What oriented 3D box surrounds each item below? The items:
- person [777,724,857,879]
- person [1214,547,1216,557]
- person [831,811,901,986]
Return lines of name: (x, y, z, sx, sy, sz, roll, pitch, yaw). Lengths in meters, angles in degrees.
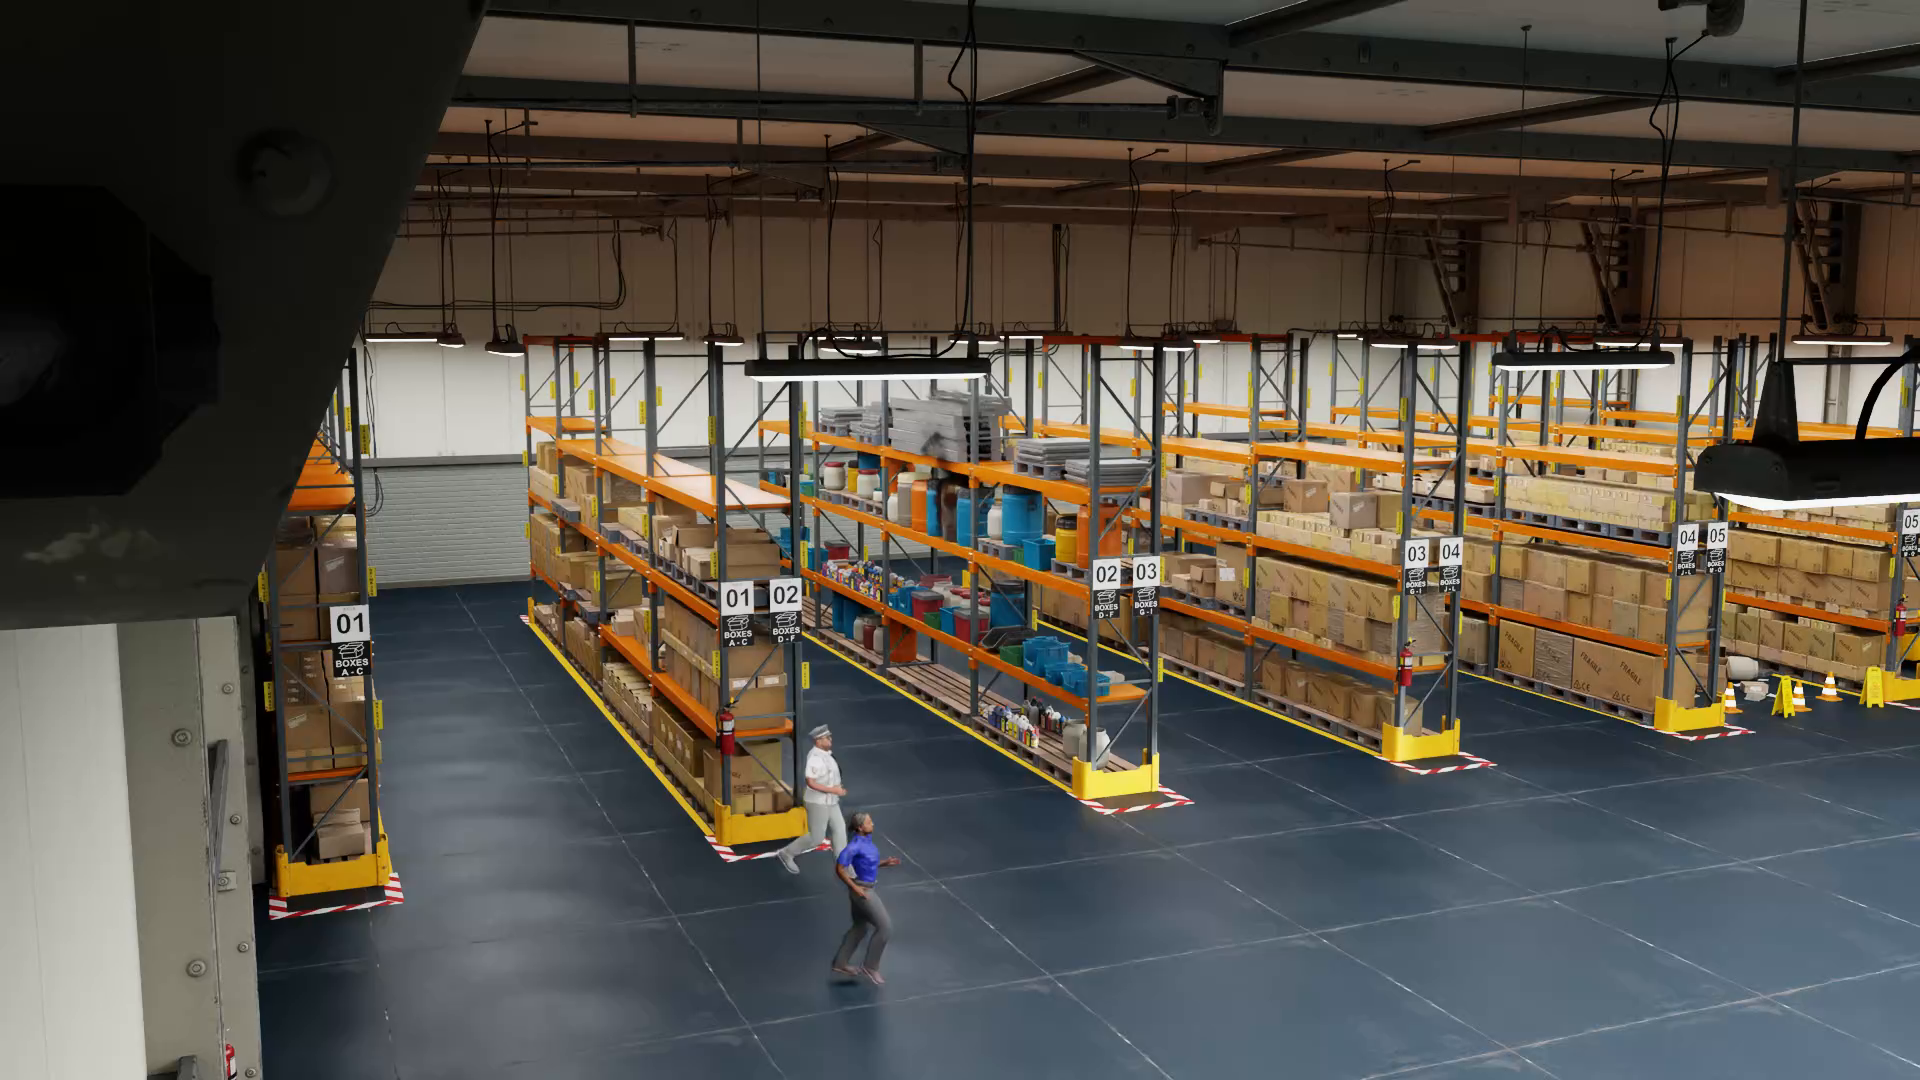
person: (-1.567, 2.959, 18.833, 0.994, 1.782, 0.696, 1, 8, 11)
person: (6.530, 0.080, 41.139, 0.611, 1.628, 0.580, -7, 10, -43)
person: (-0.898, 3.430, 15.889, 0.674, 1.694, 0.555, 0, 8, -1)
